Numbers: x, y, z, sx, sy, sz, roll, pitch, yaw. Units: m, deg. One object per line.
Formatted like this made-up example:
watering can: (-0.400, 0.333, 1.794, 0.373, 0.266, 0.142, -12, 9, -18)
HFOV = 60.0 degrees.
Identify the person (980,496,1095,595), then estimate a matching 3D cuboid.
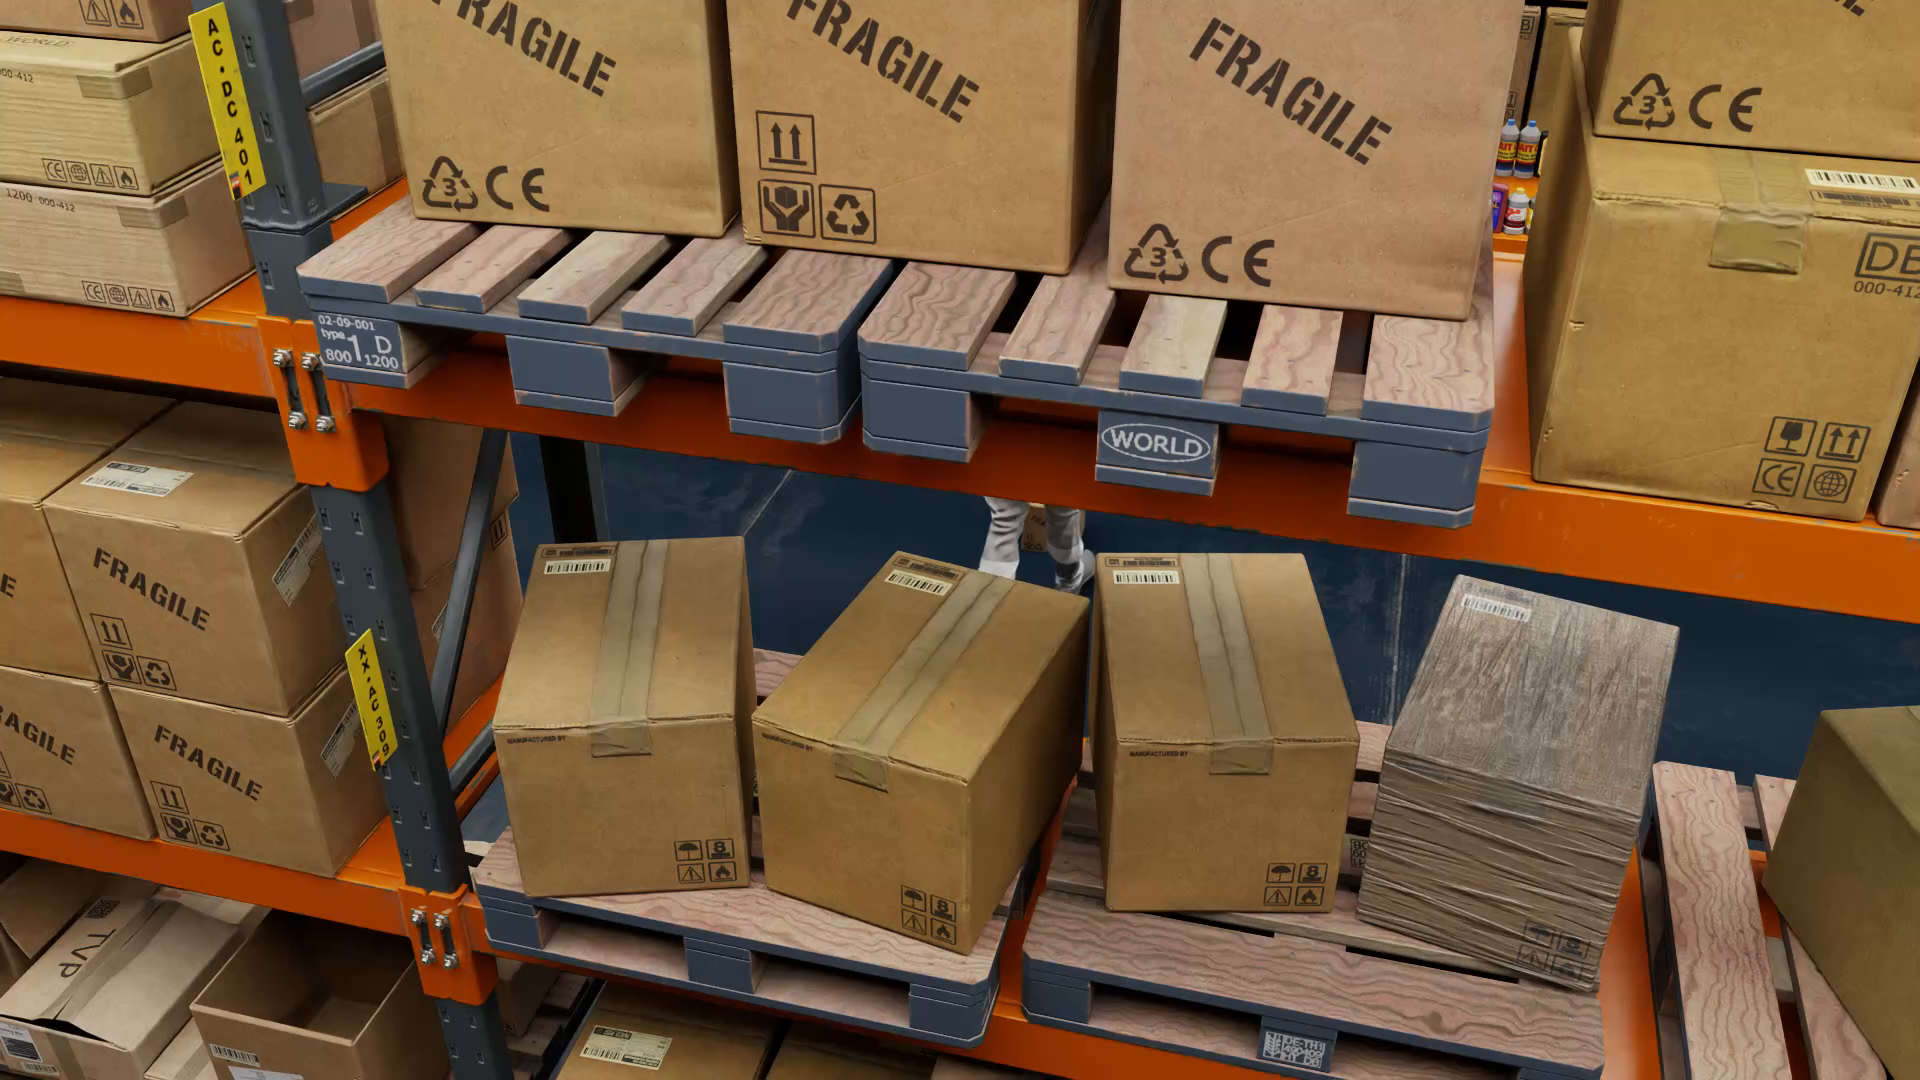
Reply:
person: (0.340, -0.463, 6.843, 0.589, 1.774, 0.763, 16, 36, 23)
